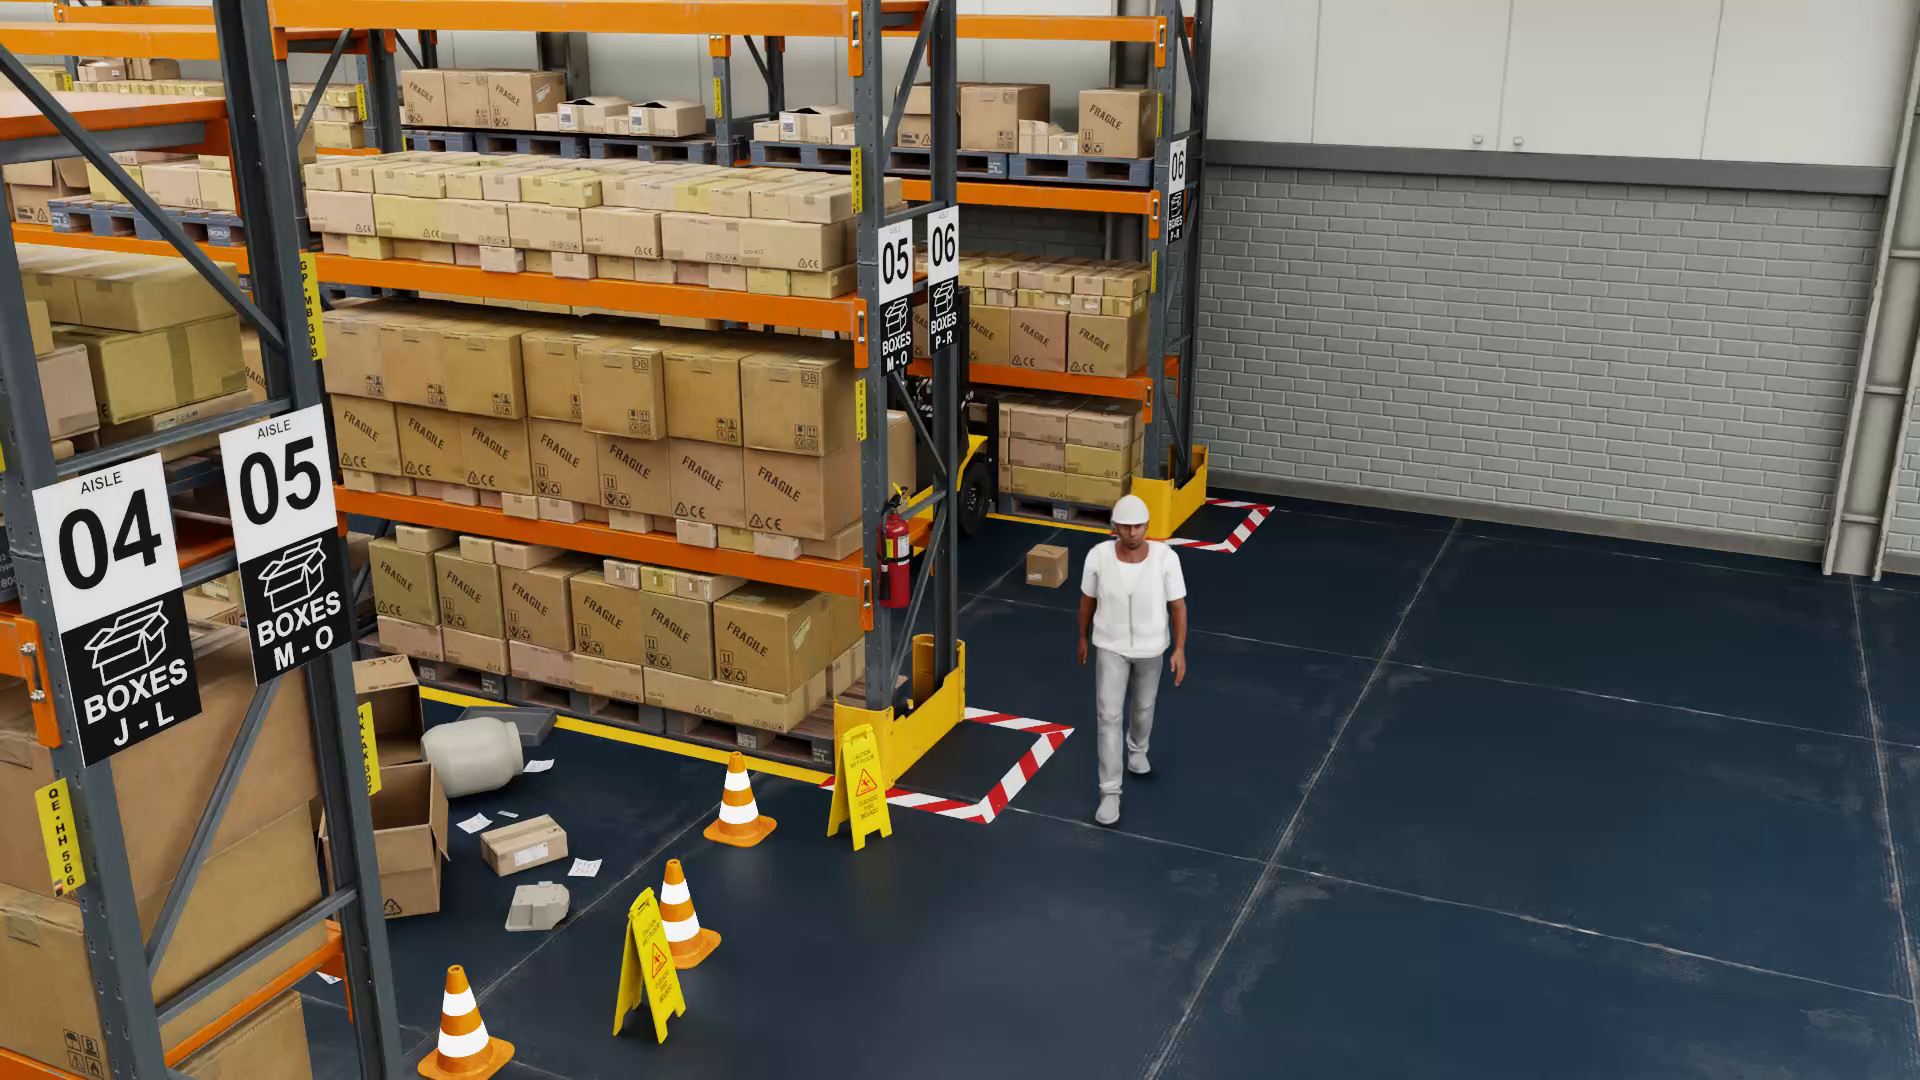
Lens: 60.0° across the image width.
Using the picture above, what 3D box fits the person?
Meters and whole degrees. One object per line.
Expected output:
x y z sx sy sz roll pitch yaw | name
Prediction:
0.953 0.608 9.197 0.595 1.719 0.953 1 19 2 | person
